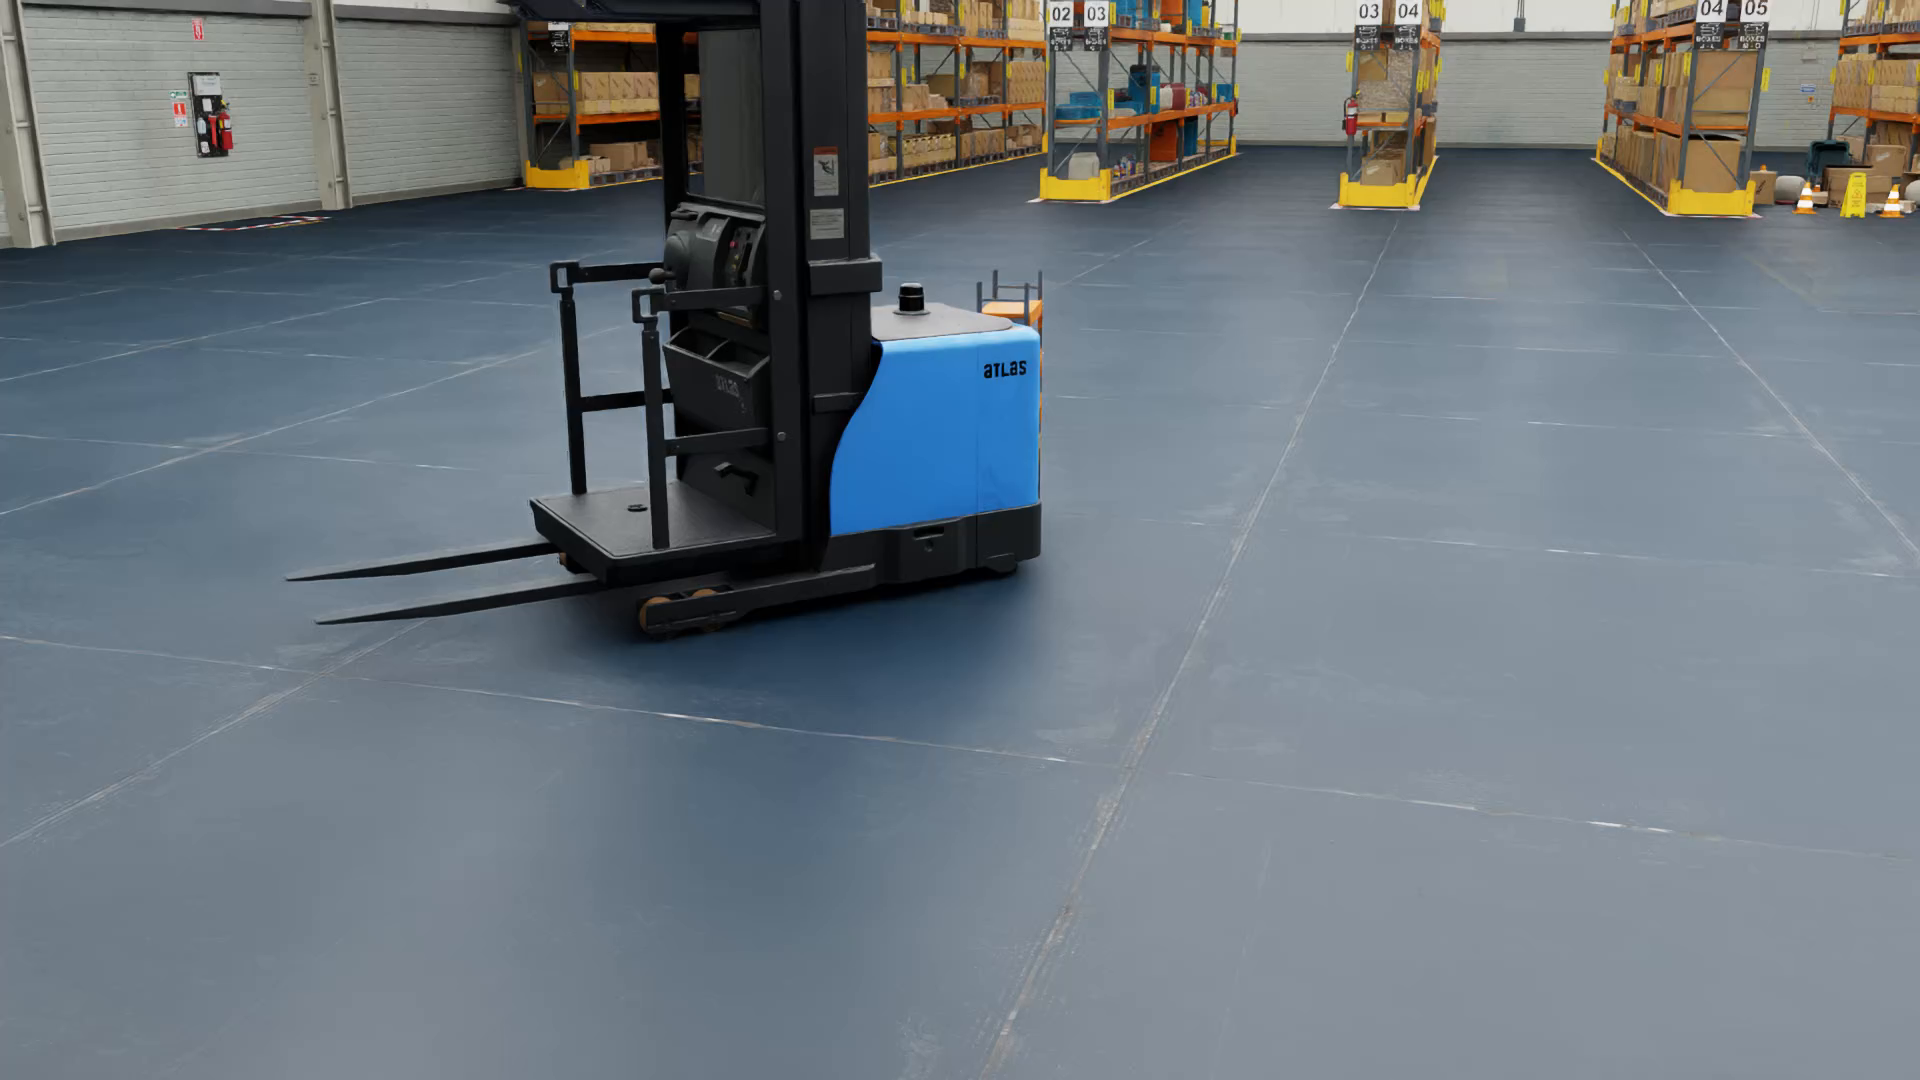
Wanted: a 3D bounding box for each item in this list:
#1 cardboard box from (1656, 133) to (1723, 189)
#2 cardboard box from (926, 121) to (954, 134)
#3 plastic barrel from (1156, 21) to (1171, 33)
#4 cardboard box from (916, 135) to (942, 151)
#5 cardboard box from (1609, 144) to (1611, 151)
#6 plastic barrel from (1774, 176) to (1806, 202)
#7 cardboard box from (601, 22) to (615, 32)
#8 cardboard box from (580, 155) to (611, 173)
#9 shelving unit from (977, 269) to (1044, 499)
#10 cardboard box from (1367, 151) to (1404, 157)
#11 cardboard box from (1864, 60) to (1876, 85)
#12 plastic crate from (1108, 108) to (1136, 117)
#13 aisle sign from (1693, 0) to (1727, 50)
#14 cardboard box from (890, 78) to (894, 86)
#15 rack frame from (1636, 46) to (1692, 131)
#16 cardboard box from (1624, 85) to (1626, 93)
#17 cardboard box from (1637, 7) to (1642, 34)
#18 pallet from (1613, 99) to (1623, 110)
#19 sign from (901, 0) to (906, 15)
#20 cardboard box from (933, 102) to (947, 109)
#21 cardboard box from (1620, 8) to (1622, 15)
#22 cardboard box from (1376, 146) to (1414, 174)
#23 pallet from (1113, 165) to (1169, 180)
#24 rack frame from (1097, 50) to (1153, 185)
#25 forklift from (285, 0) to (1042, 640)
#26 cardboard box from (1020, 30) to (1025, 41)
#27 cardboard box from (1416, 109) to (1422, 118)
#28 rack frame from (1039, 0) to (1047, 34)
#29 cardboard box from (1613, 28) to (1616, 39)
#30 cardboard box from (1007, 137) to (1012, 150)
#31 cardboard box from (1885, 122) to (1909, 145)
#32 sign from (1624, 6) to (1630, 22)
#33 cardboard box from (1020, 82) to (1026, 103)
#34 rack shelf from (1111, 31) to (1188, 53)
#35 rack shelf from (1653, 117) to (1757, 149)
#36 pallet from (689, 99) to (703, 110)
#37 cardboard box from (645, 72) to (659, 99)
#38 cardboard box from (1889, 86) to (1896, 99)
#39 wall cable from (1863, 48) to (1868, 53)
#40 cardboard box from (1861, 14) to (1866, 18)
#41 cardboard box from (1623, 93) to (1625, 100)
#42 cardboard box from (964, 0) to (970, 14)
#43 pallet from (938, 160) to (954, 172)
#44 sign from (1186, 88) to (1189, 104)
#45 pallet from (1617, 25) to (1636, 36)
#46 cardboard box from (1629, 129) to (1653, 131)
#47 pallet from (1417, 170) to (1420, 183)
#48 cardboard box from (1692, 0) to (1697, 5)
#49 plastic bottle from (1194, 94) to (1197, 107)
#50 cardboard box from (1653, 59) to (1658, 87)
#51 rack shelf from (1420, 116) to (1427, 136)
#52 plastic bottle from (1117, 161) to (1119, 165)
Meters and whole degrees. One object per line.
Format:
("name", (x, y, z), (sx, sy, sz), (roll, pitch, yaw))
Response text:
("cardboard box", (12.093, -6.270, 27.561), (0.875, 0.875, 0.875), (5, 17, 16))
("cardboard box", (-0.443, -9.360, 37.732), (0.500, 0.250, 0.500), (5, 17, 18))
("plastic barrel", (4.115, -10.353, 33.588), (0.301, 0.262, 0.301), (0, 16, 0))
("cardboard box", (-0.696, -8.436, 35.318), (0.500, 0.311, 0.500), (5, 16, 16))
("cardboard box", (14.774, -8.802, 37.275), (0.380, 0.149, 0.250), (4, 16, 14))
("plastic barrel", (13.739, -5.830, 27.608), (0.421, 0.421, 0.512), (-10, 19, -32))
("cardboard box", (-6.854, -9.845, 31.325), (0.500, 0.500, 0.500), (5, 17, 18))
("cardboard box", (-7.075, -7.243, 31.991), (0.500, 0.311, 0.500), (6, 17, 20))
("shelving unit", (0.238, -0.661, 7.960), (0.258, 1.200, 0.503), (3, 16, 9))
("cardboard box", (7.557, -6.644, 29.567), (0.500, 0.500, 0.500), (11, 19, 33))
("cardboard box", (19.509, -9.895, 35.202), (0.500, 0.500, 0.500), (4, 16, 15))
("plastic crate", (2.897, -7.709, 29.995), (0.530, 0.136, 0.437), (5, 16, 16))
("aisle sign", (11.147, -7.694, 24.695), (0.394, 0.787, 0.004), (5, 16, 16))
("cardboard box", (-1.504, -8.938, 32.472), (0.380, 0.149, 0.250), (5, 16, 16))
("rack frame", (13.728, -8.532, 32.412), (1.000, 3.000, 0.127), (5, 16, 16))
("cardboard box", (13.650, -9.125, 33.649), (0.380, 0.149, 0.250), (5, 16, 16))
("cardboard box", (13.776, -10.324, 33.050), (0.500, 0.500, 0.500), (5, 16, 16))
("pallet", (14.508, -9.297, 35.462), (1.003, 0.211, 1.213), (5, 16, 16))
("sign", (-1.100, -10.353, 32.242), (0.100, 0.325, 0.005), (5, 16, 16))
("cardboard box", (-0.486, -9.334, 35.702), (0.380, 0.149, 0.250), (5, 16, 16))
("cardboard box", (15.246, -12.029, 37.874), (0.380, 0.149, 0.250), (5, 17, 18))
("cardboard box", (8.213, -7.188, 31.448), (0.700, 0.500, 0.500), (5, 16, 16))
("pallet", (3.646, -7.468, 33.770), (1.003, 0.211, 1.213), (5, 16, 16))
("rack frame", (3.116, -8.280, 31.526), (1.000, 3.000, 0.127), (5, 16, 16))
("forklift", (-1.173, -1.186, 6.639), (3.031, 2.935, 1.130), (-9, 18, -29))
("cardboard box", (1.306, -12.499, 41.175), (0.500, 0.250, 0.500), (5, 16, 16))
("cardboard box", (7.912, -7.497, 29.224), (0.380, 0.149, 0.250), (5, 16, 16))
("rack frame", (1.778, -14.691, 43.133), (1.000, 3.000, 0.127), (5, 16, 16))
("cardboard box", (15.629, -11.898, 39.058), (0.500, 0.250, 0.500), (5, 17, 18))
("cardboard box", (0.968, -9.770, 40.897), (0.500, 0.311, 0.500), (5, 16, 16))
("cardboard box", (19.291, -7.995, 33.645), (0.875, 0.875, 0.875), (5, 17, 17))
("sign", (14.342, -11.310, 35.763), (0.100, 0.325, 0.005), (5, 16, 16))
("cardboard box", (1.334, -11.184, 41.578), (0.500, 0.500, 0.500), (5, 16, 16))
("rack shelf", (3.684, -9.901, 33.059), (1.077, 0.370, 4.000), (5, 16, 16))
("rack shelf", (12.023, -6.616, 26.976), (1.077, 0.370, 4.000), (5, 16, 16))
("pallet", (-6.026, -9.145, 34.926), (1.003, 0.211, 1.213), (5, 16, 16))
("cardboard box", (-6.357, -9.068, 33.167), (0.500, 0.500, 0.500), (5, 16, 16))
("cardboard box", (18.812, -8.895, 33.051), (0.500, 0.250, 0.500), (4, 16, 14))
("wall cable", (23.719, -12.126, 43.223), (0.588, 1.984, 0.122), (5, 16, 16))
("cardboard box", (20.734, -11.764, 37.631), (0.500, 0.250, 0.500), (3, 16, 11))
("cardboard box", (13.647, -8.975, 33.664), (0.380, 0.149, 0.250), (4, 16, 15))
("cardboard box", (-0.076, -12.065, 37.355), (0.500, 0.500, 0.500), (5, 16, 16))
("pallet", (-0.767, -8.158, 36.205), (1.003, 0.211, 1.213), (5, 16, 16))
("sign", (4.782, -9.365, 35.049), (0.100, 0.325, 0.005), (5, 16, 16))
("pallet", (14.587, -10.778, 35.177), (1.213, 0.211, 1.003), (5, 16, 16))
("cardboard box", (13.671, -8.091, 33.296), (0.500, 0.250, 0.500), (4, 16, 15))
("pallet", (8.429, -7.079, 32.399), (1.003, 0.211, 1.213), (5, 16, 16))
("cardboard box", (11.224, -8.124, 24.986), (0.380, 0.149, 0.250), (5, 16, 16))
("plastic bottle", (5.236, -9.862, 37.330), (0.152, 0.276, 0.135), (5, 16, 16))
("cardboard box", (13.305, -8.677, 30.910), (0.700, 0.500, 0.500), (4, 16, 15))
("rack shelf", (8.433, -8.073, 32.114), (1.077, 0.370, 4.000), (5, 16, 16))
("plastic bottle", (2.910, -6.826, 30.568), (0.061, 0.283, 0.133), (5, 16, 16))
